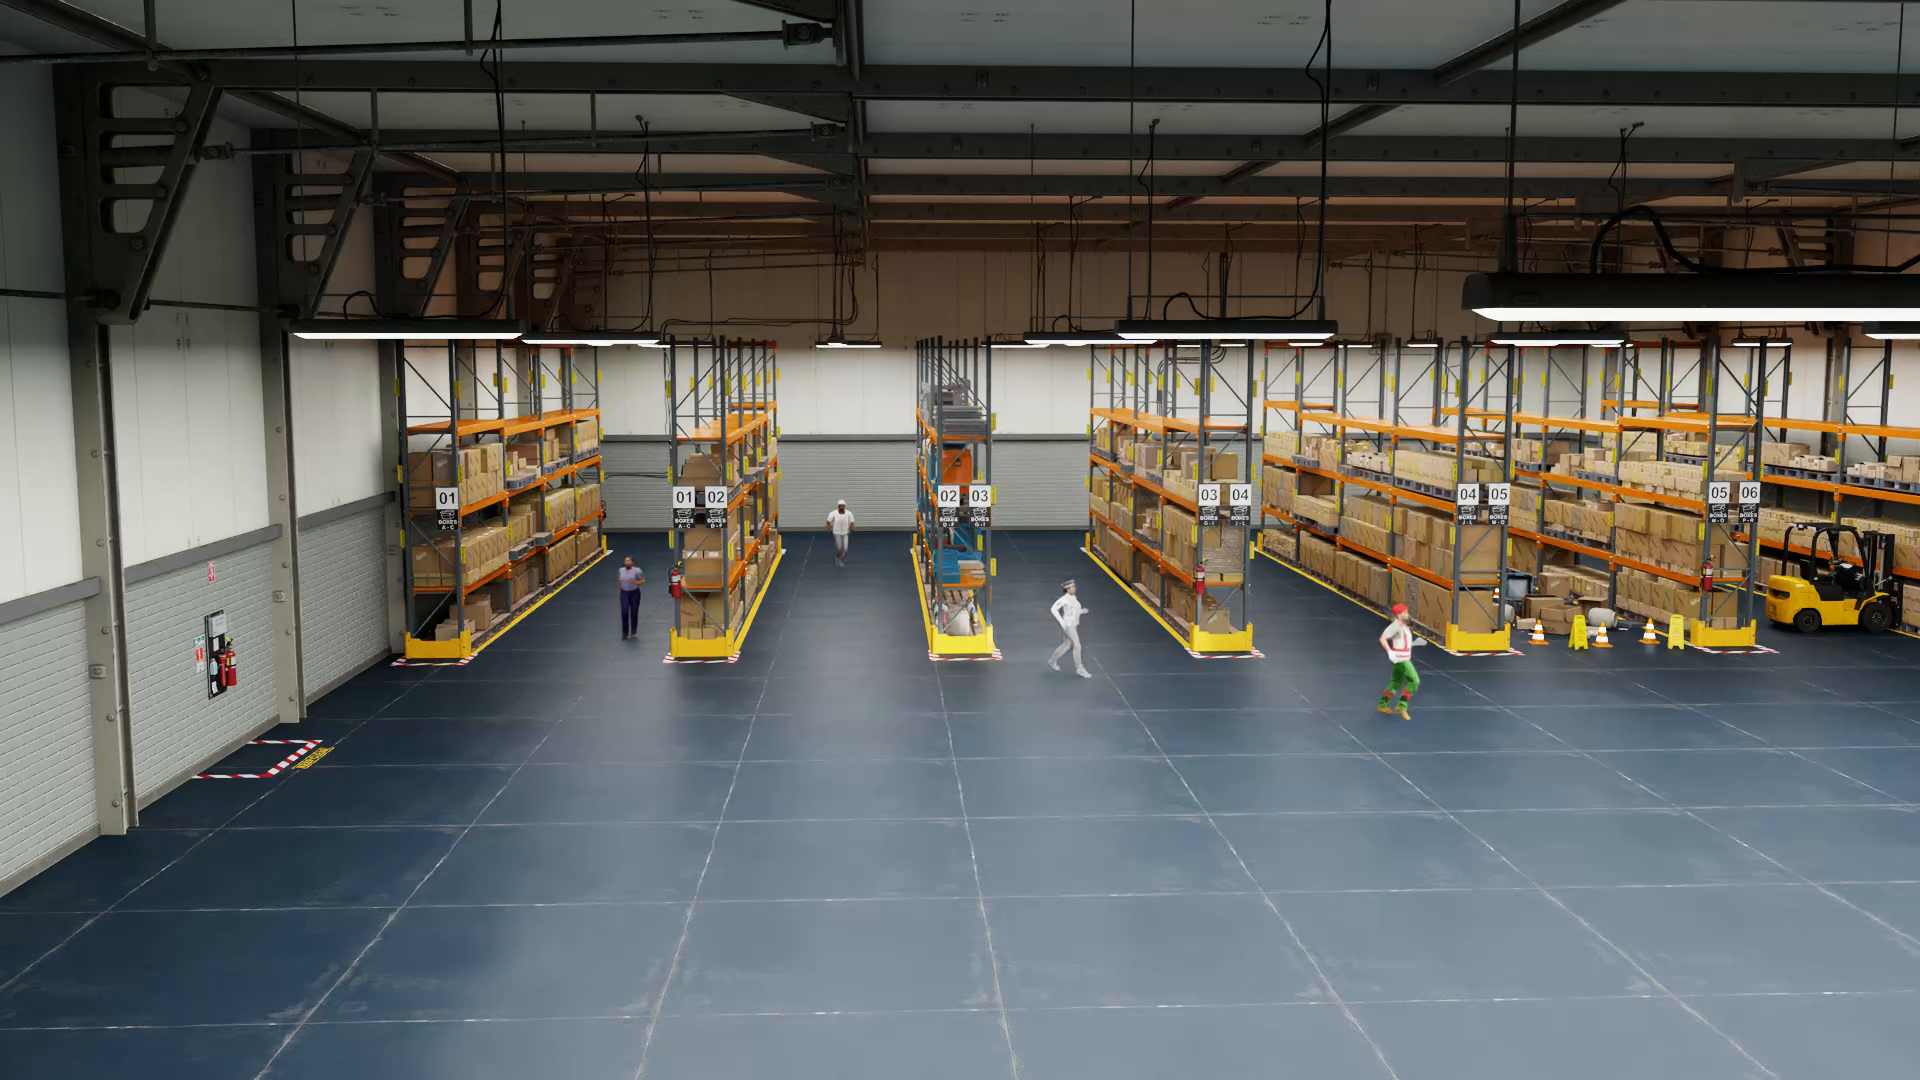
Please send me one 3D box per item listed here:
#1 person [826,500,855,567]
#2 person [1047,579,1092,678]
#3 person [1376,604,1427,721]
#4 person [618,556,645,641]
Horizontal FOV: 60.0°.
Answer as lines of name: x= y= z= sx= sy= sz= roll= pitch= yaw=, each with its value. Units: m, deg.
person: x=-2.984 y=-0.159 z=41.810 sx=0.695 sy=1.706 sz=0.575 roll=-2 pitch=7 yaw=-13
person: x=1.929 y=1.542 z=29.310 sx=0.893 sy=1.709 sz=0.599 roll=3 pitch=7 yaw=24
person: x=6.883 y=1.897 z=25.919 sx=0.735 sy=1.817 sz=0.641 roll=2 pitch=7 yaw=20
person: x=-6.562 y=1.159 z=33.219 sx=0.574 sy=1.719 sz=0.754 roll=0 pitch=7 yaw=-4
